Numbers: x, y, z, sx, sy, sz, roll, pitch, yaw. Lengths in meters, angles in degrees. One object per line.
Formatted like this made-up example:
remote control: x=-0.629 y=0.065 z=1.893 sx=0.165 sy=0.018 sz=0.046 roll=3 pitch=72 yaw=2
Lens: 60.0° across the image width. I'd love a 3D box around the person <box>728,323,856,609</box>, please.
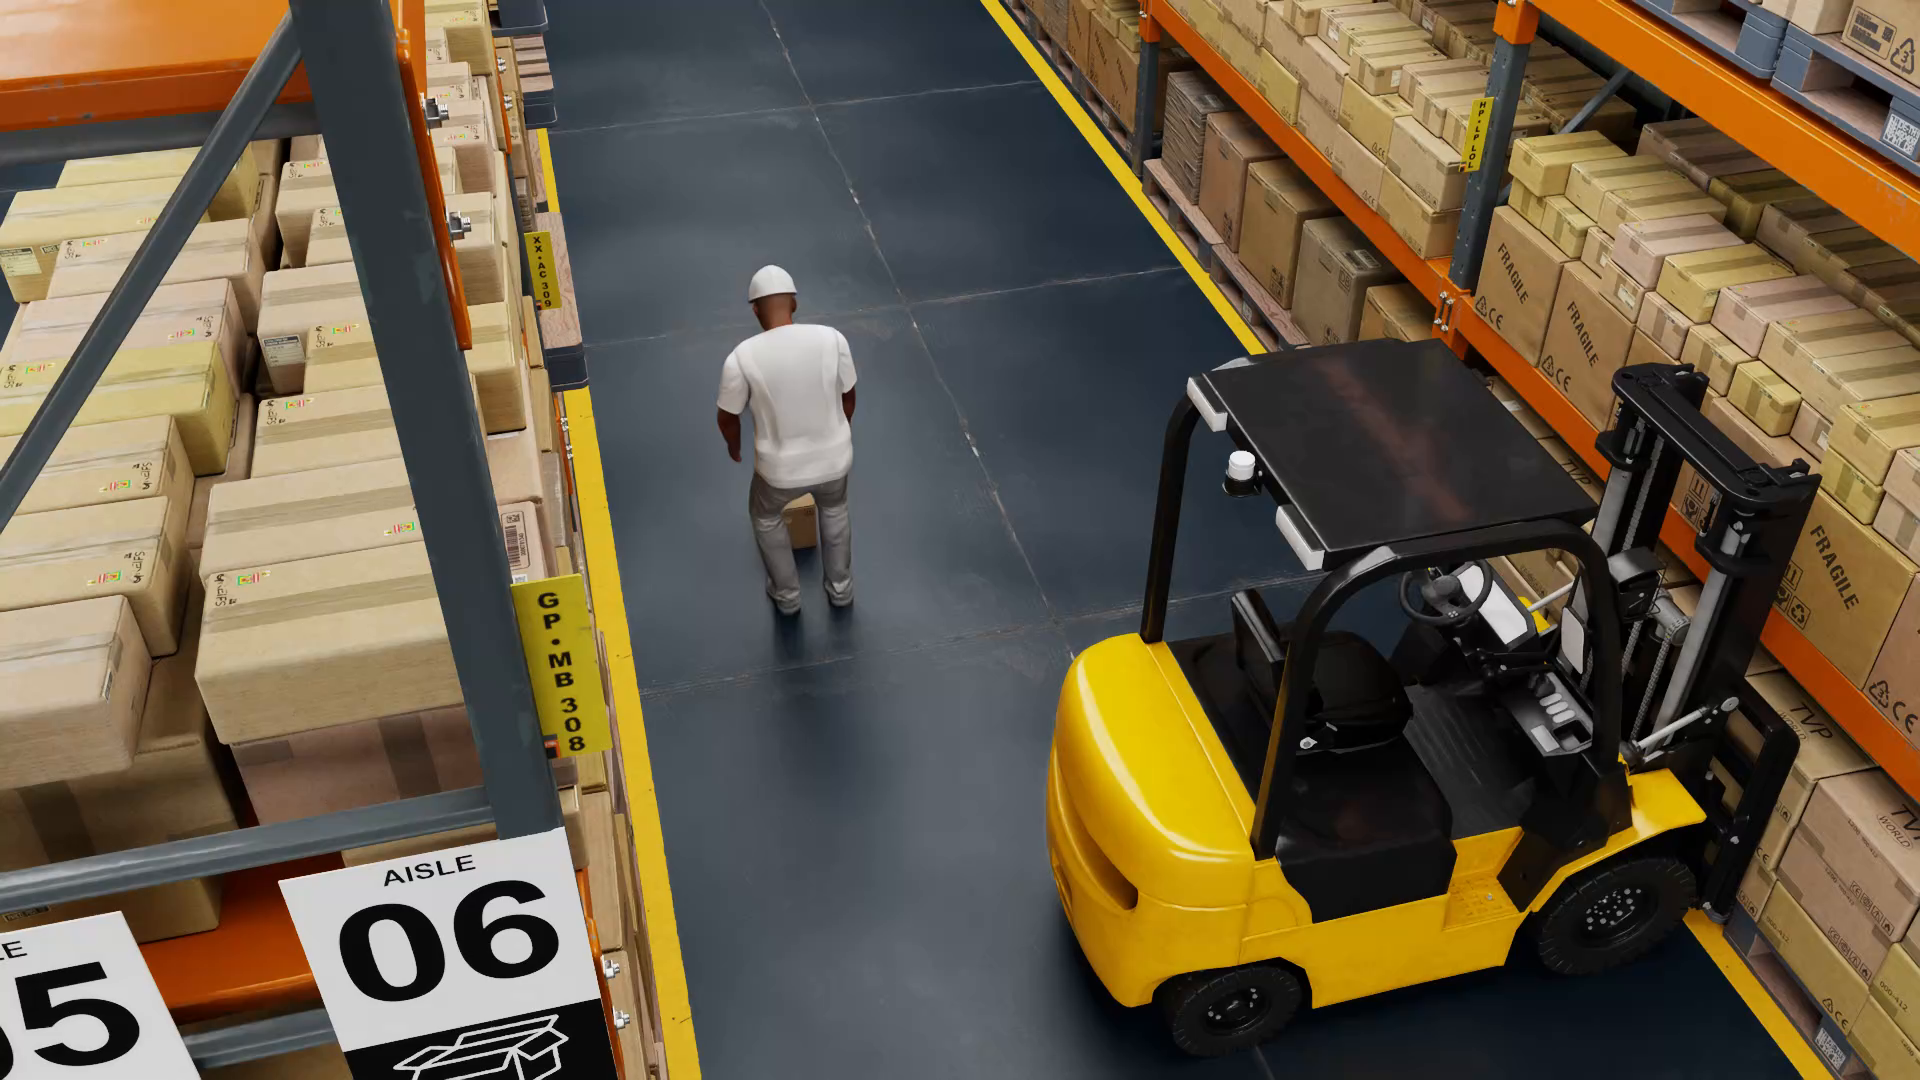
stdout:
person: x=-0.781 y=-0.319 z=7.627 sx=0.478 sy=1.119 sz=0.979 roll=-12 pitch=40 yaw=-15
